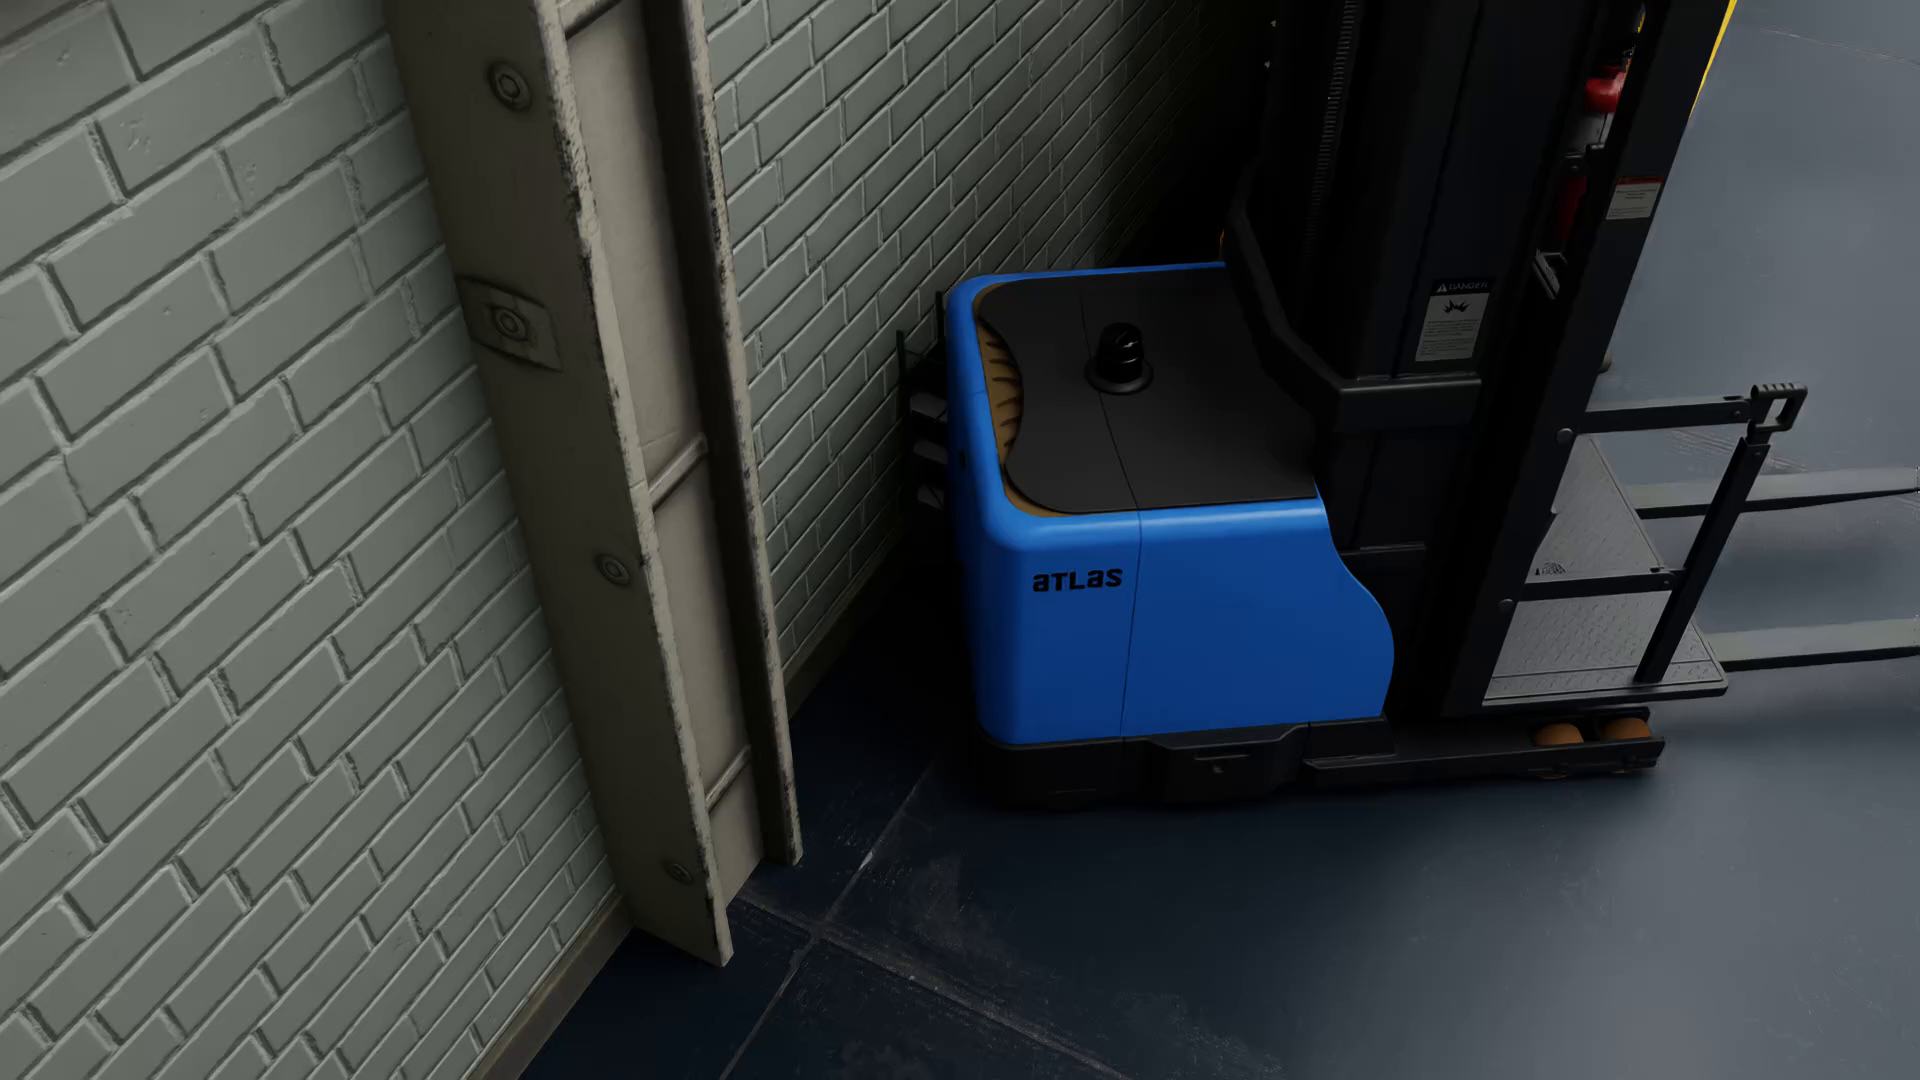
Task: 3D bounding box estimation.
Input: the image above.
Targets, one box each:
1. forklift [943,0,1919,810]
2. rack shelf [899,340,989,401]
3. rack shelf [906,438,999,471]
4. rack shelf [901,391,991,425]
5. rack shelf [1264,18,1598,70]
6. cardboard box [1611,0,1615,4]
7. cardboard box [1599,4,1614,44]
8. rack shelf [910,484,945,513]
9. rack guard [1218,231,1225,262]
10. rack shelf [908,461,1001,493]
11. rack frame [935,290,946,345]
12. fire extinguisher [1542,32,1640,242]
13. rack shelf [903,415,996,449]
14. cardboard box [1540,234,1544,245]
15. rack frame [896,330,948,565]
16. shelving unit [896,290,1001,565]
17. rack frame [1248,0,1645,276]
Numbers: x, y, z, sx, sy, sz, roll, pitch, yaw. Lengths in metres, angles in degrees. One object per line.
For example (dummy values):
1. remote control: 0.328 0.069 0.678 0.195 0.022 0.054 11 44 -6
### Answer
1. forklift: 1.501 -0.743 3.924 3.031 2.935 1.130 -4 45 -4
2. rack shelf: -0.010 -0.447 4.727 0.258 0.077 0.200 22 50 23
3. rack shelf: 0.002 -0.256 4.917 0.258 0.077 0.200 22 50 23
4. rack shelf: -0.006 -0.384 4.790 0.258 0.077 0.200 22 50 23
5. rack shelf: 2.337 -2.559 6.176 1.077 0.370 4.000 20 49 19
6. cardboard box: 1.858 -1.801 4.817 0.500 0.250 0.500 21 49 19
7. cardboard box: 1.804 -1.581 4.880 0.380 0.149 0.250 20 49 19
8. rack shelf: 0.010 -0.128 5.043 0.258 0.077 0.200 22 50 23
9. rack guard: 1.444 -0.722 5.612 1.175 0.500 0.348 20 49 19
10. rack shelf: 0.006 -0.192 4.980 0.258 0.077 0.200 22 50 23
11. rack frame: 0.054 -0.342 4.953 0.240 0.900 0.006 22 50 23
12. fire extinguisher: 1.749 -1.149 4.593 0.296 0.674 0.183 20 49 19
13. rack shelf: -0.002 -0.320 4.853 0.258 0.077 0.200 22 50 23
14. cardboard box: 1.776 -1.176 5.764 0.797 0.503 0.637 19 48 18
15. rack frame: -0.052 -0.217 4.833 0.240 0.900 0.006 22 50 23
16. shelving unit: 0.001 -0.280 4.893 0.258 0.900 0.210 22 50 23
17. rack frame: 1.408 -1.552 4.675 1.000 3.000 0.127 20 49 19
